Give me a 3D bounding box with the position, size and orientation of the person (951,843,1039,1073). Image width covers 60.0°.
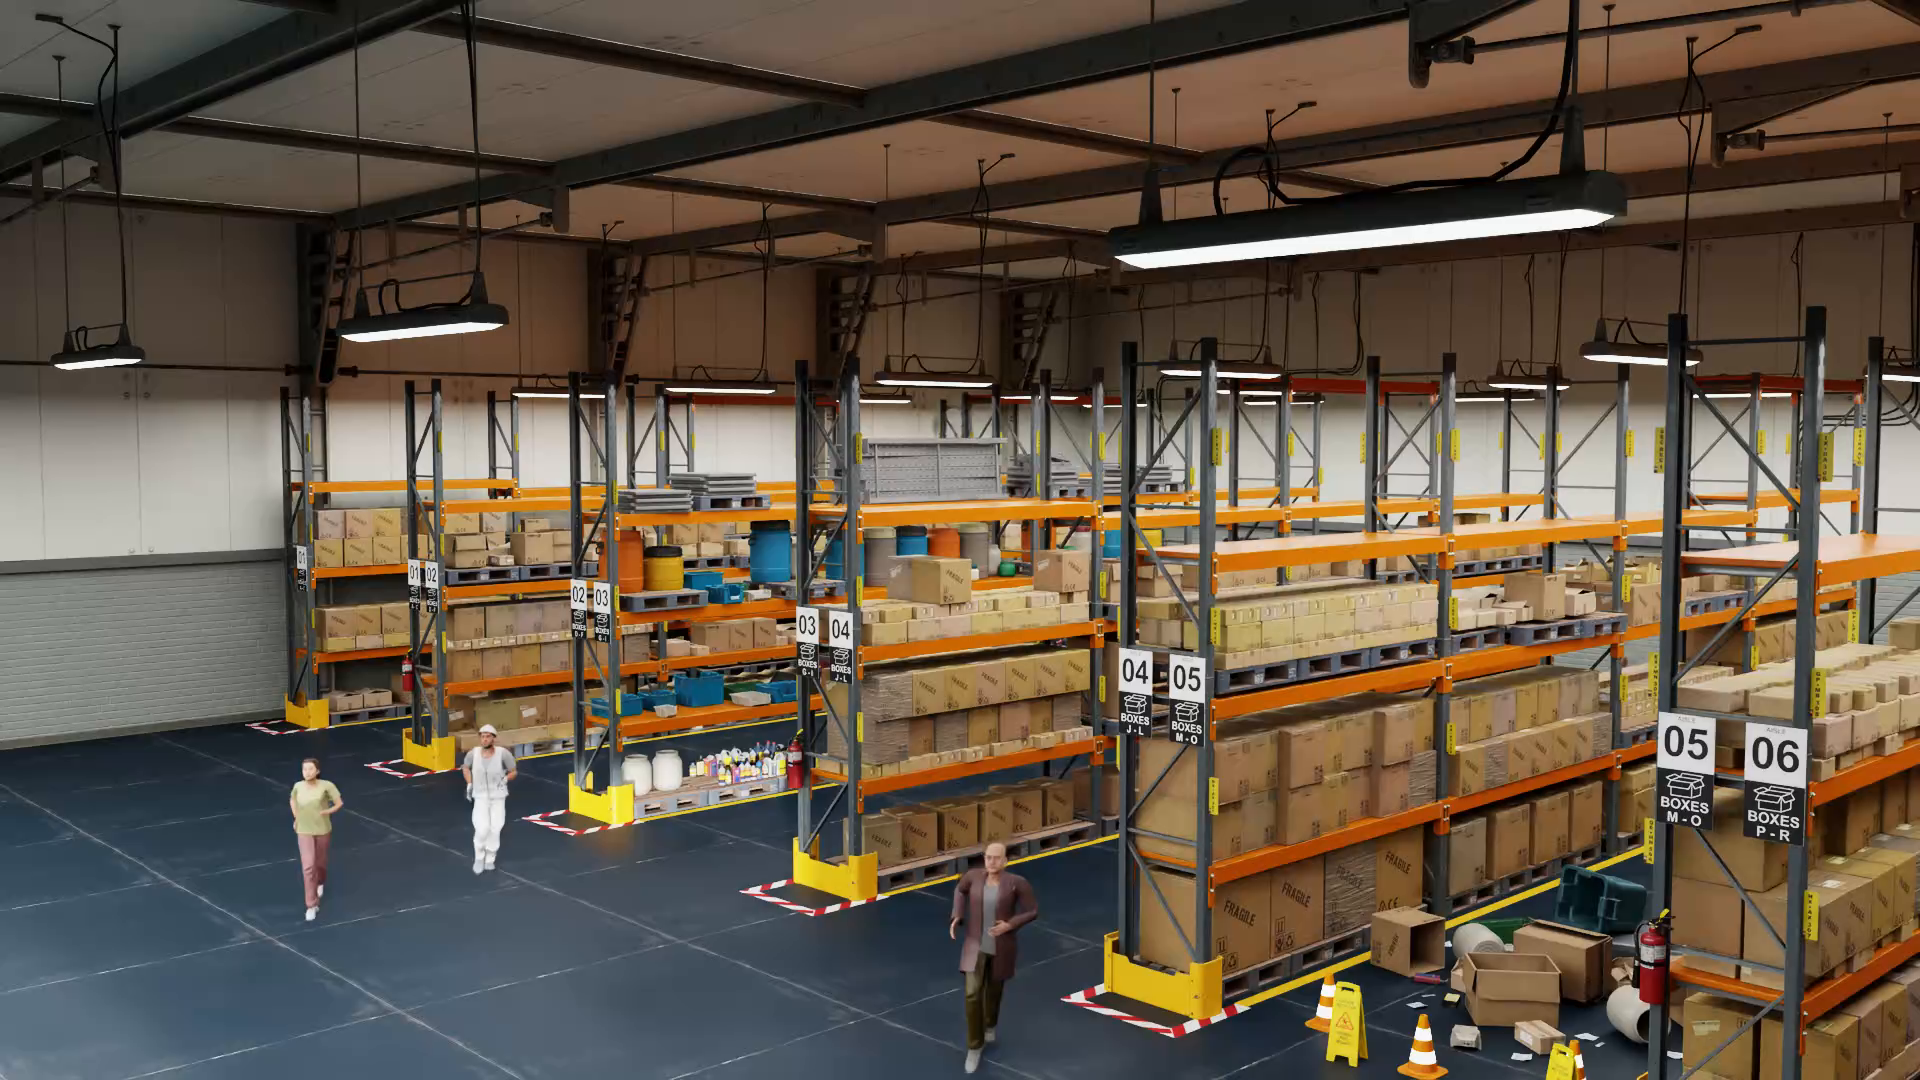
[{"bbox_3d":[0.290,3.403,13.784,0.735,1.845,0.855,1,4,10],"label":"person"}]

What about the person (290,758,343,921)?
[{"bbox_3d":[-6.965,3.181,17.997,0.564,1.681,0.891,-1,4,-14],"label":"person"}]

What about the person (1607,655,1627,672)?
[{"bbox_3d":[10.170,2.650,25.601,0.878,1.808,0.668,-3,5,-36],"label":"person"}]

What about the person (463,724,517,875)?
[{"bbox_3d":[-5.491,3.038,19.425,0.623,1.770,0.667,-1,4,-13],"label":"person"}]
